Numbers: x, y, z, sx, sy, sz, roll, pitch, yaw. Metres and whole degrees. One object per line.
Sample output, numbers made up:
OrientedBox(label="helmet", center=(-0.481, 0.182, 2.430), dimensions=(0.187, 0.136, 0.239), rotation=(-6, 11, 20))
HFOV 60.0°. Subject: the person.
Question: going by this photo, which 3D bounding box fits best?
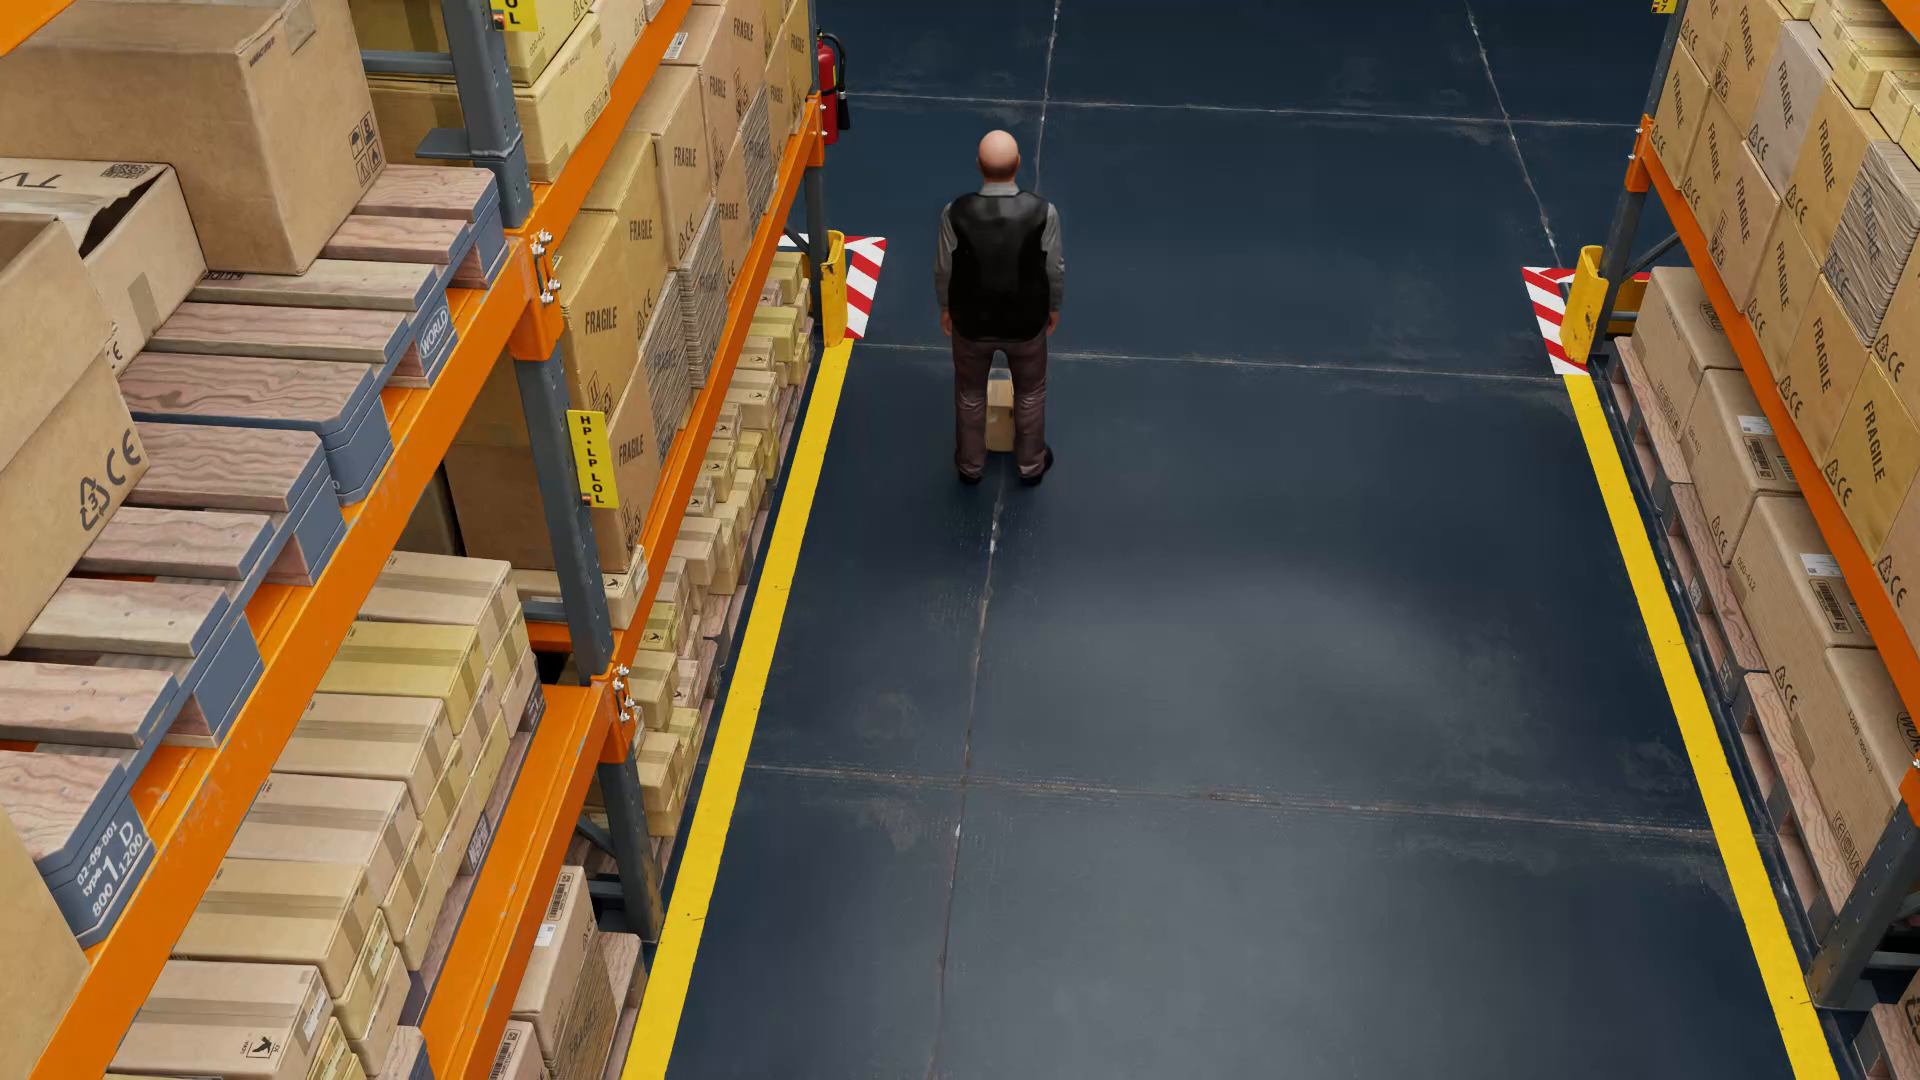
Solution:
OrientedBox(label="person", center=(0.171, -0.970, 7.338), dimensions=(0.569, 1.722, 0.423), rotation=(1, 40, 2))
